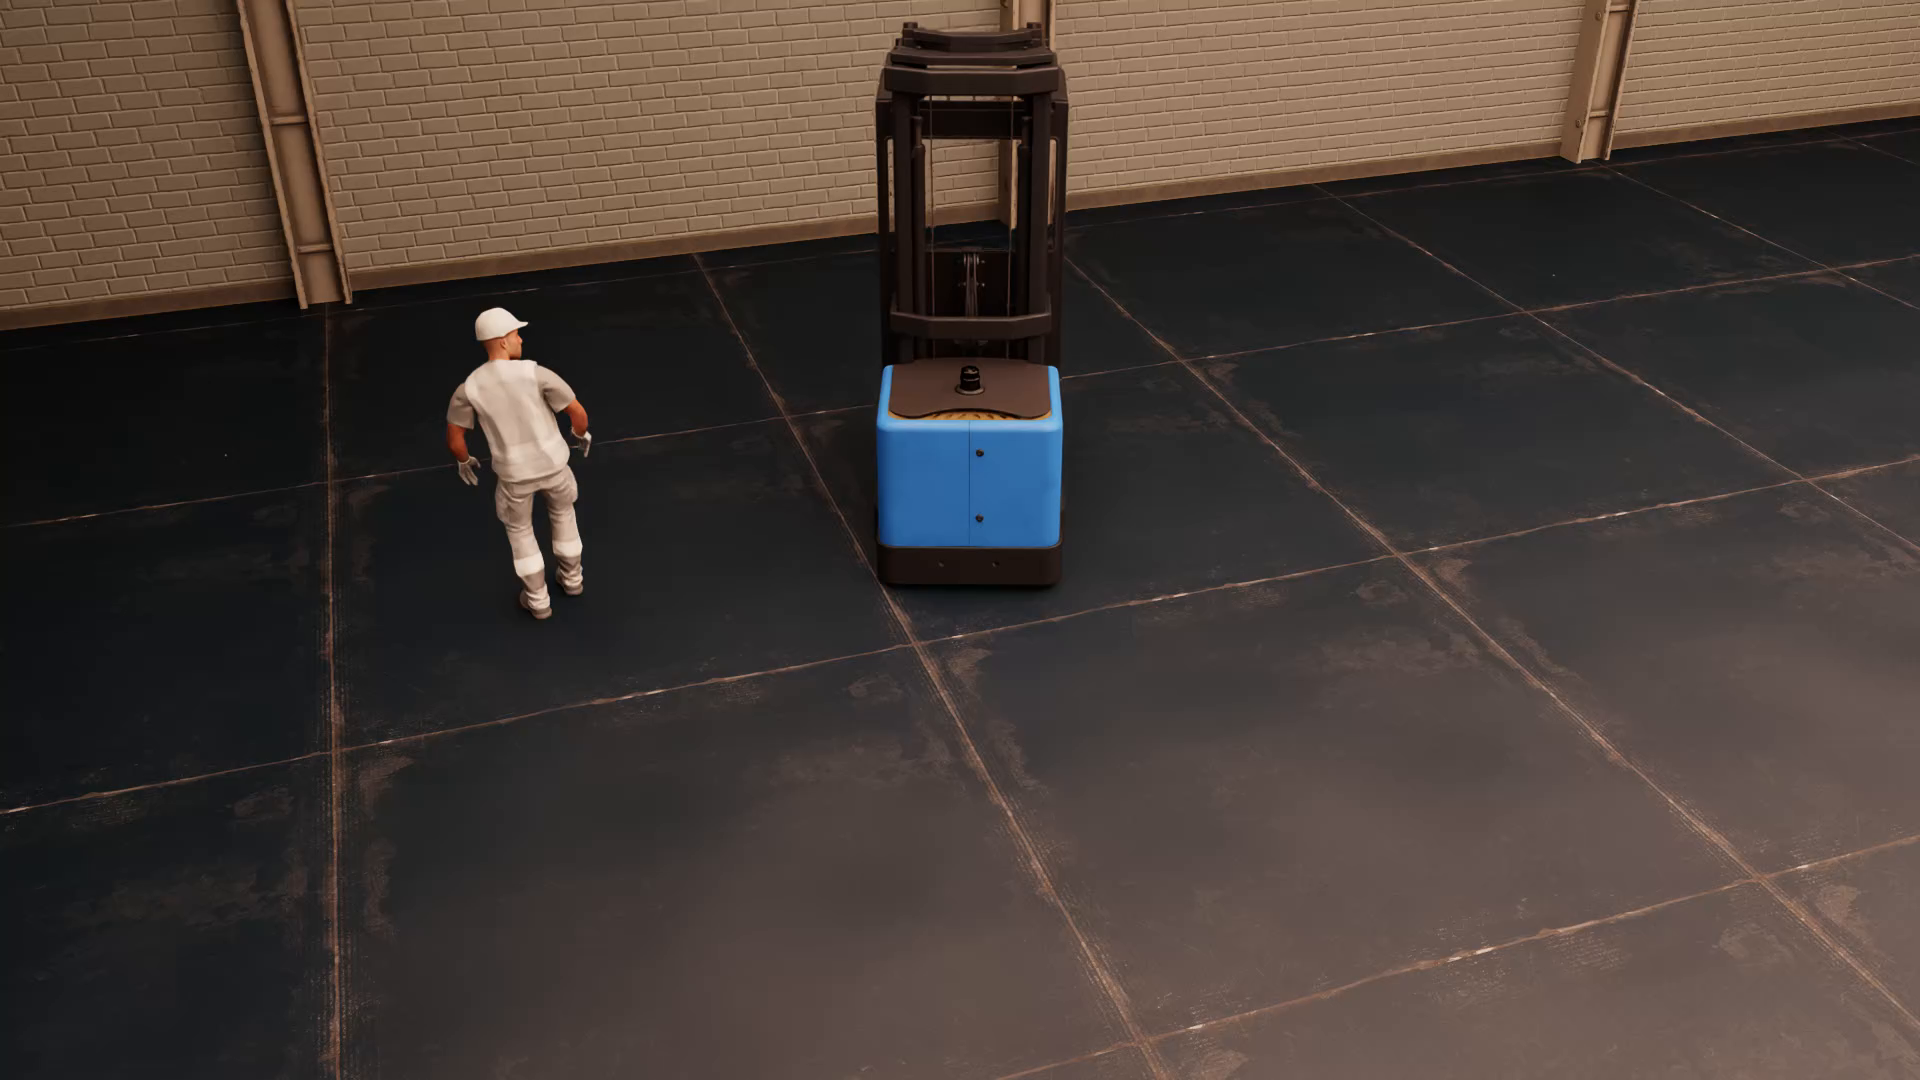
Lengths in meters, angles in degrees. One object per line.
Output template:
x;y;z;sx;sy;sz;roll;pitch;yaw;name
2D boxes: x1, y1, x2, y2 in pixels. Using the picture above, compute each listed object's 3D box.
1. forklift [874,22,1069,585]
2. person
0.071;-1.710;10.059;1.130;2.935;3.031;0;30;1;forklift
-2.366;-0.429;9.012;0.749;1.757;0.505;-10;31;-16;person
